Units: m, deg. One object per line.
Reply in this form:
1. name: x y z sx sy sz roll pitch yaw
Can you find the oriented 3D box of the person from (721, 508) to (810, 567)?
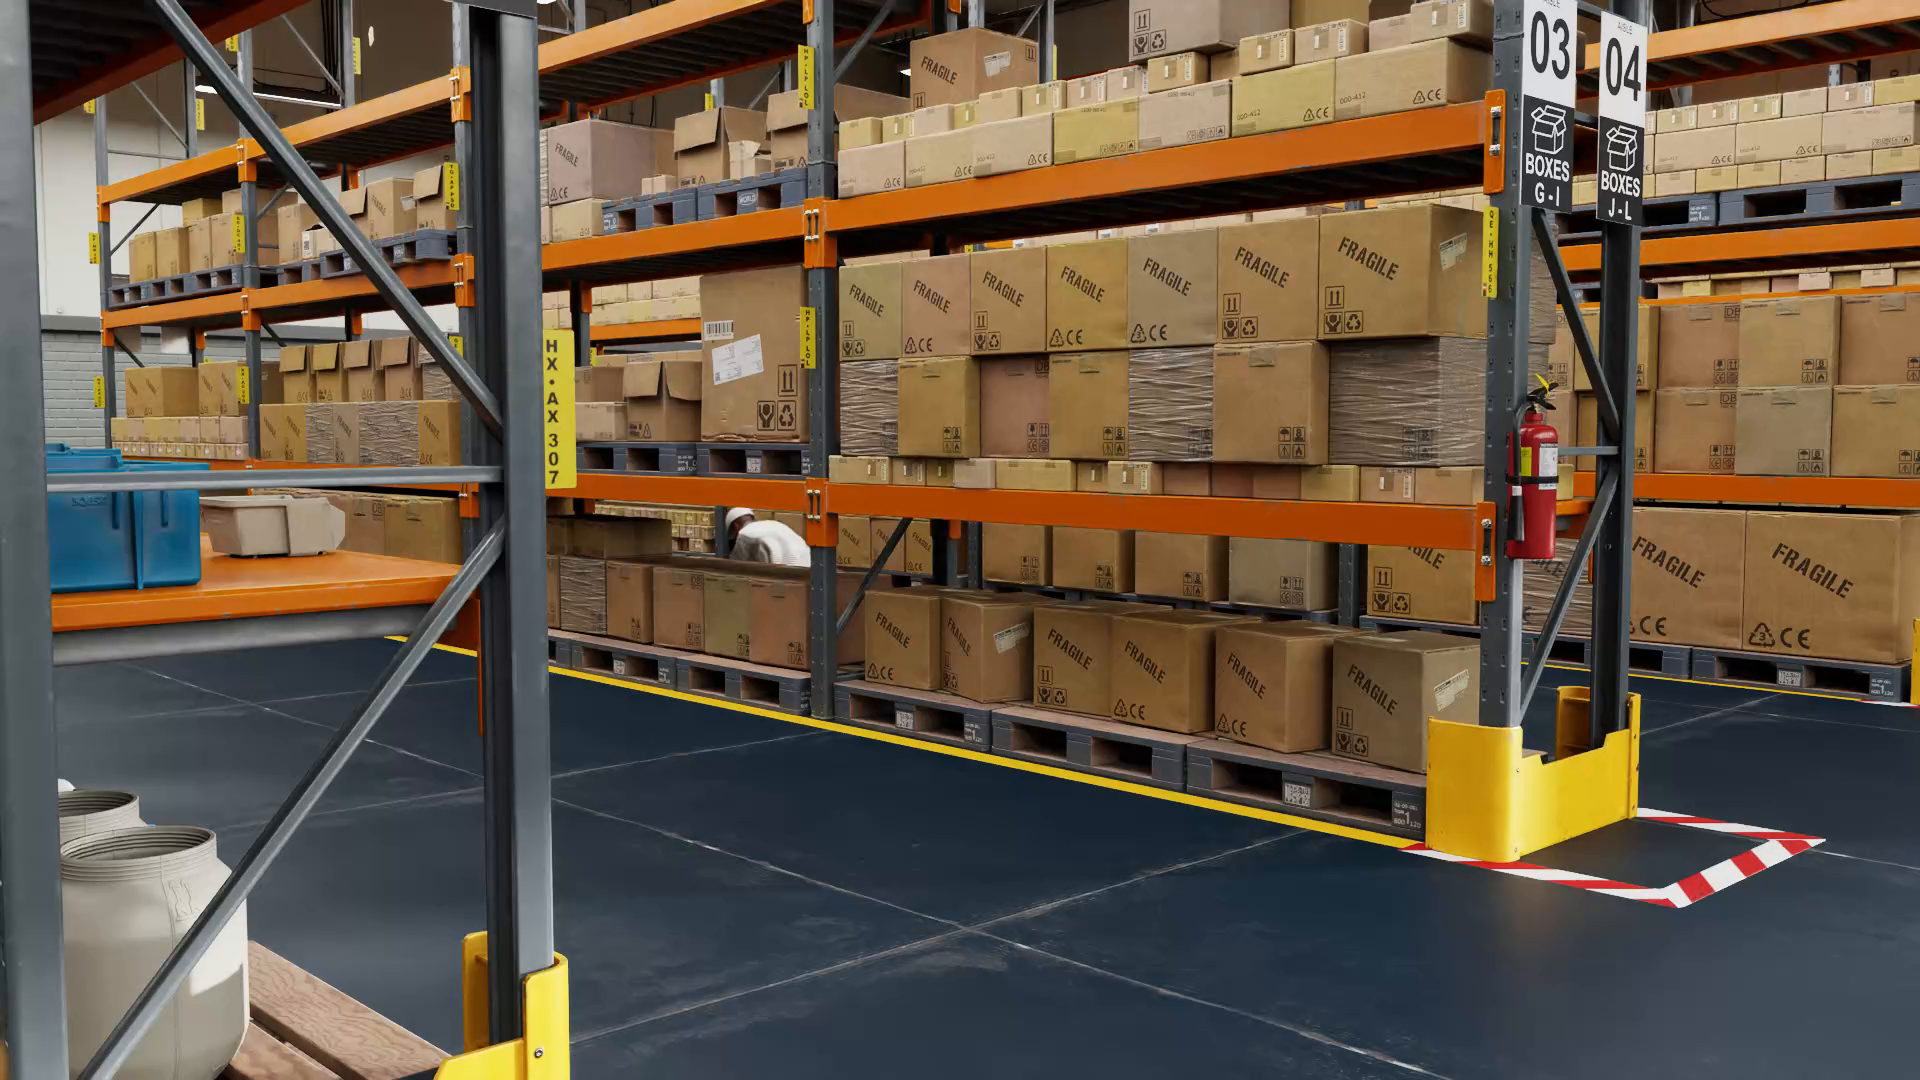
1. person: -1.433 0.262 12.529 0.973 0.990 0.506 4 5 44
